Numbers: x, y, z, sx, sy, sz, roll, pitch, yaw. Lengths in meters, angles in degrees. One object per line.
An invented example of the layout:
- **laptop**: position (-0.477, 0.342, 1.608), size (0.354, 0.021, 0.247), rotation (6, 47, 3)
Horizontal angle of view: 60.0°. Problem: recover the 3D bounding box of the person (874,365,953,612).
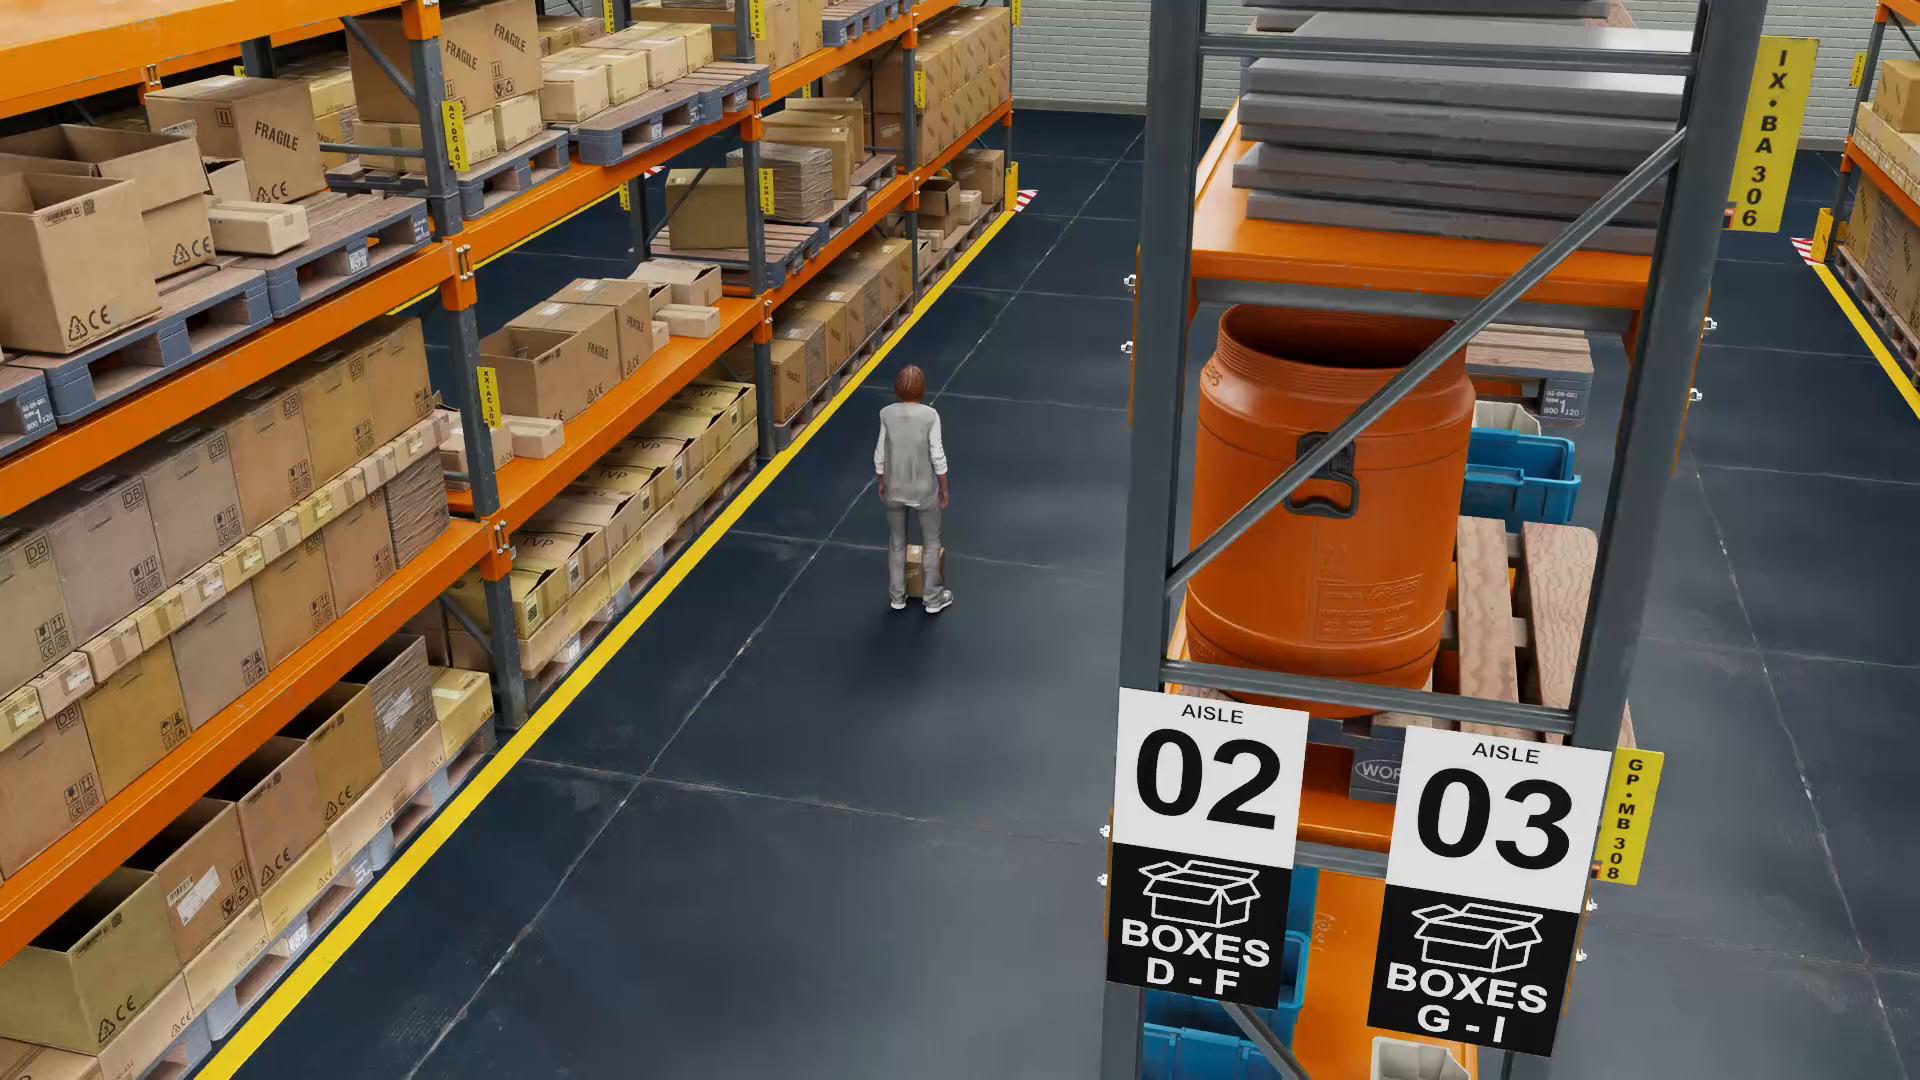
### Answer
- **person**: position (-0.296, -0.301, 10.322), size (0.464, 1.593, 0.347), rotation (6, 26, 13)
